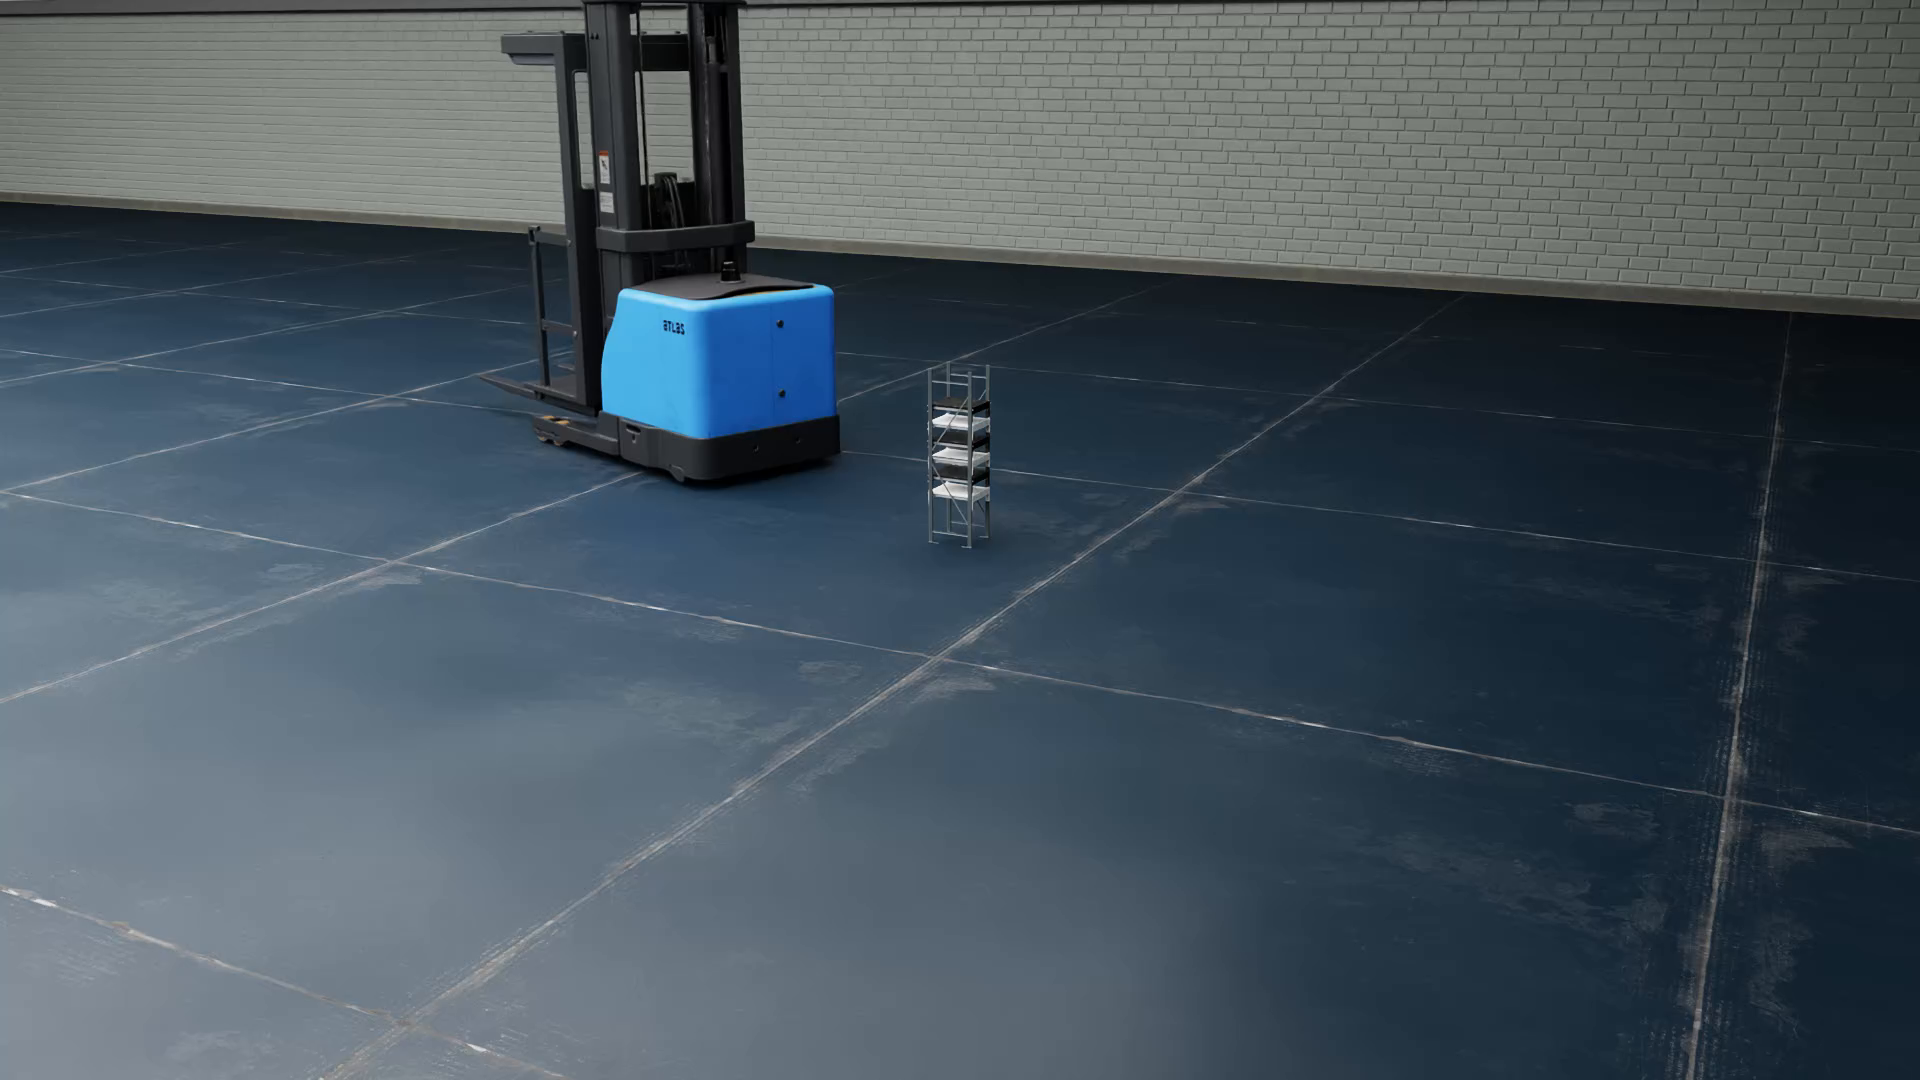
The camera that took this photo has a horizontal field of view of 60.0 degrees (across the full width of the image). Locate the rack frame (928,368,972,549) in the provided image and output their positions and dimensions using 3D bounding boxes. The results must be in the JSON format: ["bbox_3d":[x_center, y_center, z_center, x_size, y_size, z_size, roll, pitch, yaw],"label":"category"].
[{"bbox_3d":[-0.049,-0.403,8.302,0.240,0.900,0.006,8,18,25],"label":"rack frame"}]

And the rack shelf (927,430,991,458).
[{"bbox_3d":[-0.004,-0.484,8.373,0.258,0.077,0.200,8,18,25],"label":"rack shelf"}]

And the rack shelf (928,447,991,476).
[{"bbox_3d":[-0.004,-0.397,8.399,0.258,0.077,0.200,8,18,25],"label":"rack shelf"}]

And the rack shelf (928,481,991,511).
[{"bbox_3d":[-0.004,-0.225,8.450,0.258,0.077,0.200,8,18,25],"label":"rack shelf"}]

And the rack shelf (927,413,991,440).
[{"bbox_3d":[-0.004,-0.570,8.348,0.258,0.077,0.200,8,18,25],"label":"rack shelf"}]

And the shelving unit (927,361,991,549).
[{"bbox_3d":[-0.004,-0.429,8.389,0.258,0.900,0.210,8,18,25],"label":"shelving unit"}]

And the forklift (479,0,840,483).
[{"bbox_3d":[-2.090,-2.081,10.384,1.130,2.935,3.031,-15,22,-40],"label":"forklift"}]

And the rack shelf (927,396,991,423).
[{"bbox_3d":[-0.004,-0.656,8.322,0.258,0.077,0.200,8,18,25],"label":"rack shelf"}]

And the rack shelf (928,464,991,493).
[{"bbox_3d":[-0.004,-0.311,8.424,0.258,0.077,0.200,8,18,25],"label":"rack shelf"}]

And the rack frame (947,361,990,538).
[{"bbox_3d":[0.042,-0.455,8.476,0.240,0.900,0.006,8,18,25],"label":"rack frame"}]
